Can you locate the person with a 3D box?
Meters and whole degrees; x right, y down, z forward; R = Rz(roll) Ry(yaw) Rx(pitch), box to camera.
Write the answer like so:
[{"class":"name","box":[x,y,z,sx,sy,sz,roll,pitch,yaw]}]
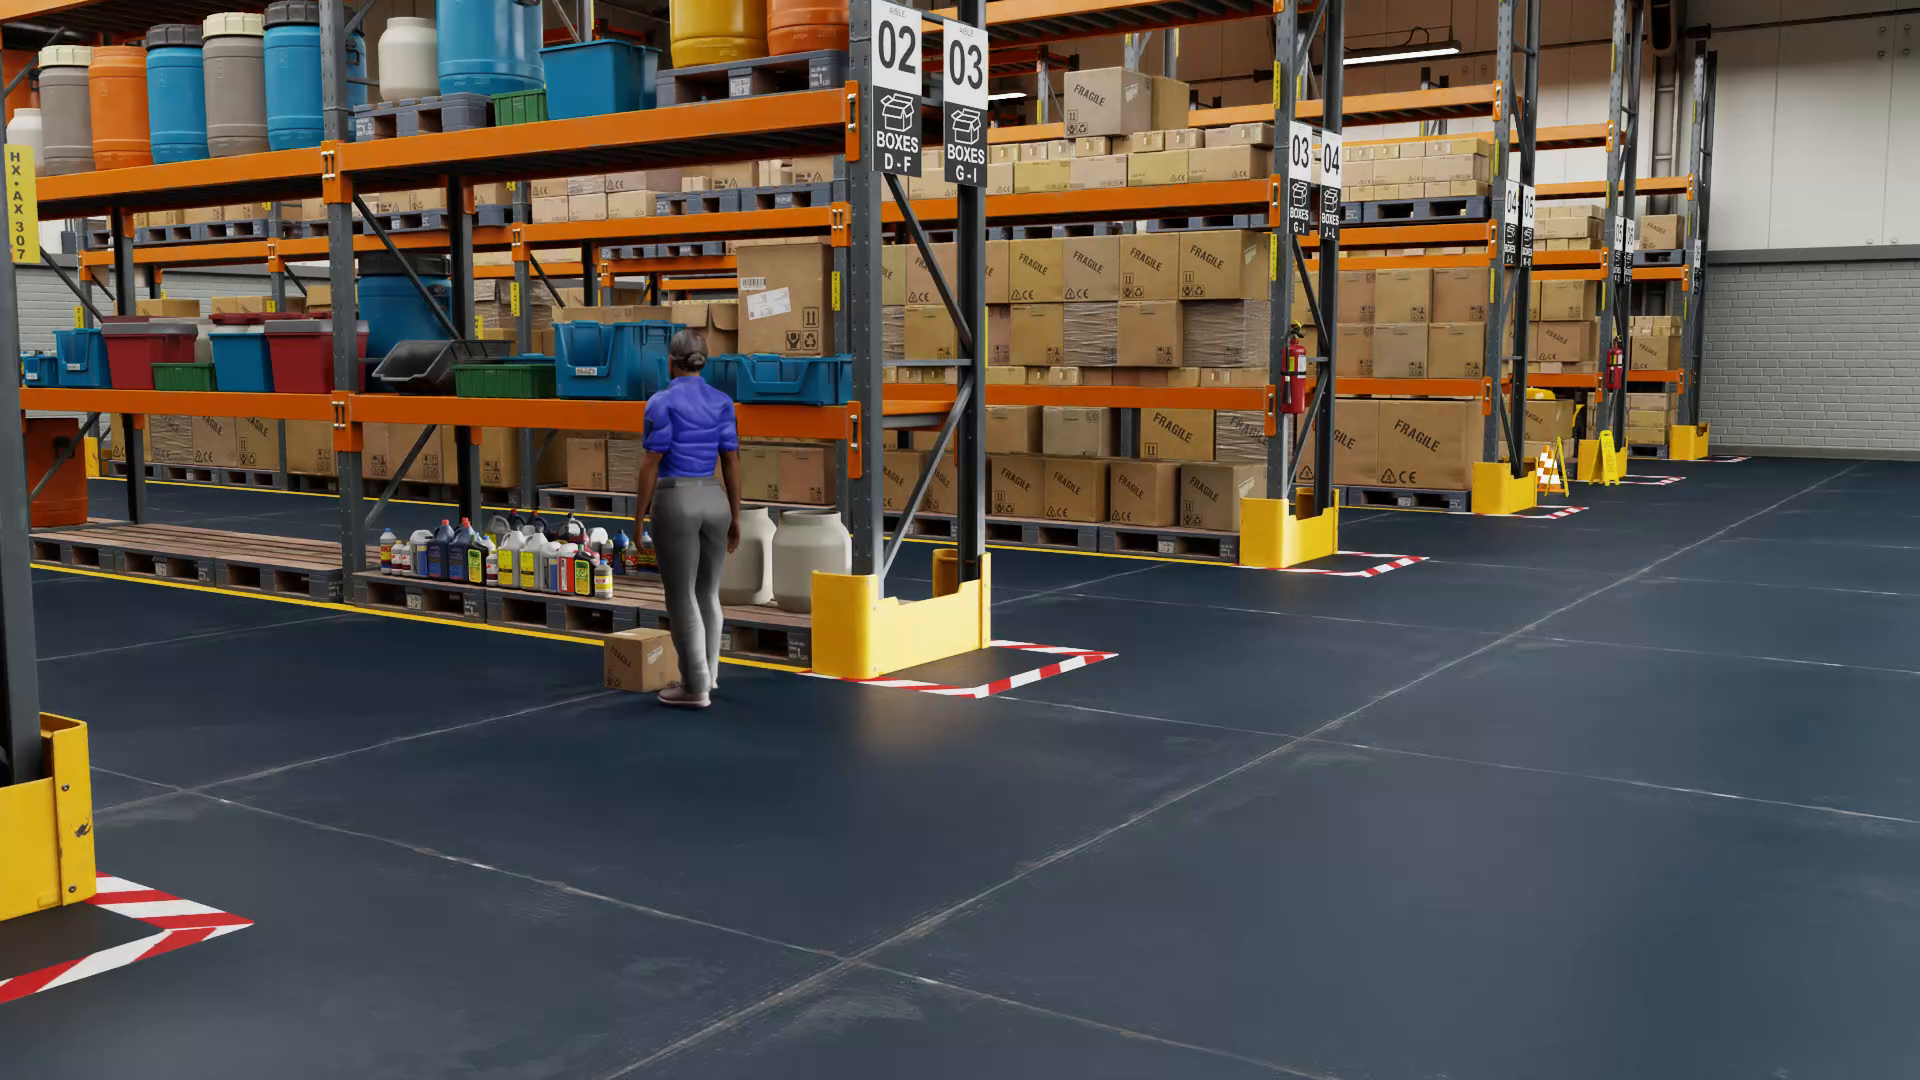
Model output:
[{"class":"person","box":[-1.272,-0.094,7.380,0.469,1.675,0.523,-6,9,-44]}]
